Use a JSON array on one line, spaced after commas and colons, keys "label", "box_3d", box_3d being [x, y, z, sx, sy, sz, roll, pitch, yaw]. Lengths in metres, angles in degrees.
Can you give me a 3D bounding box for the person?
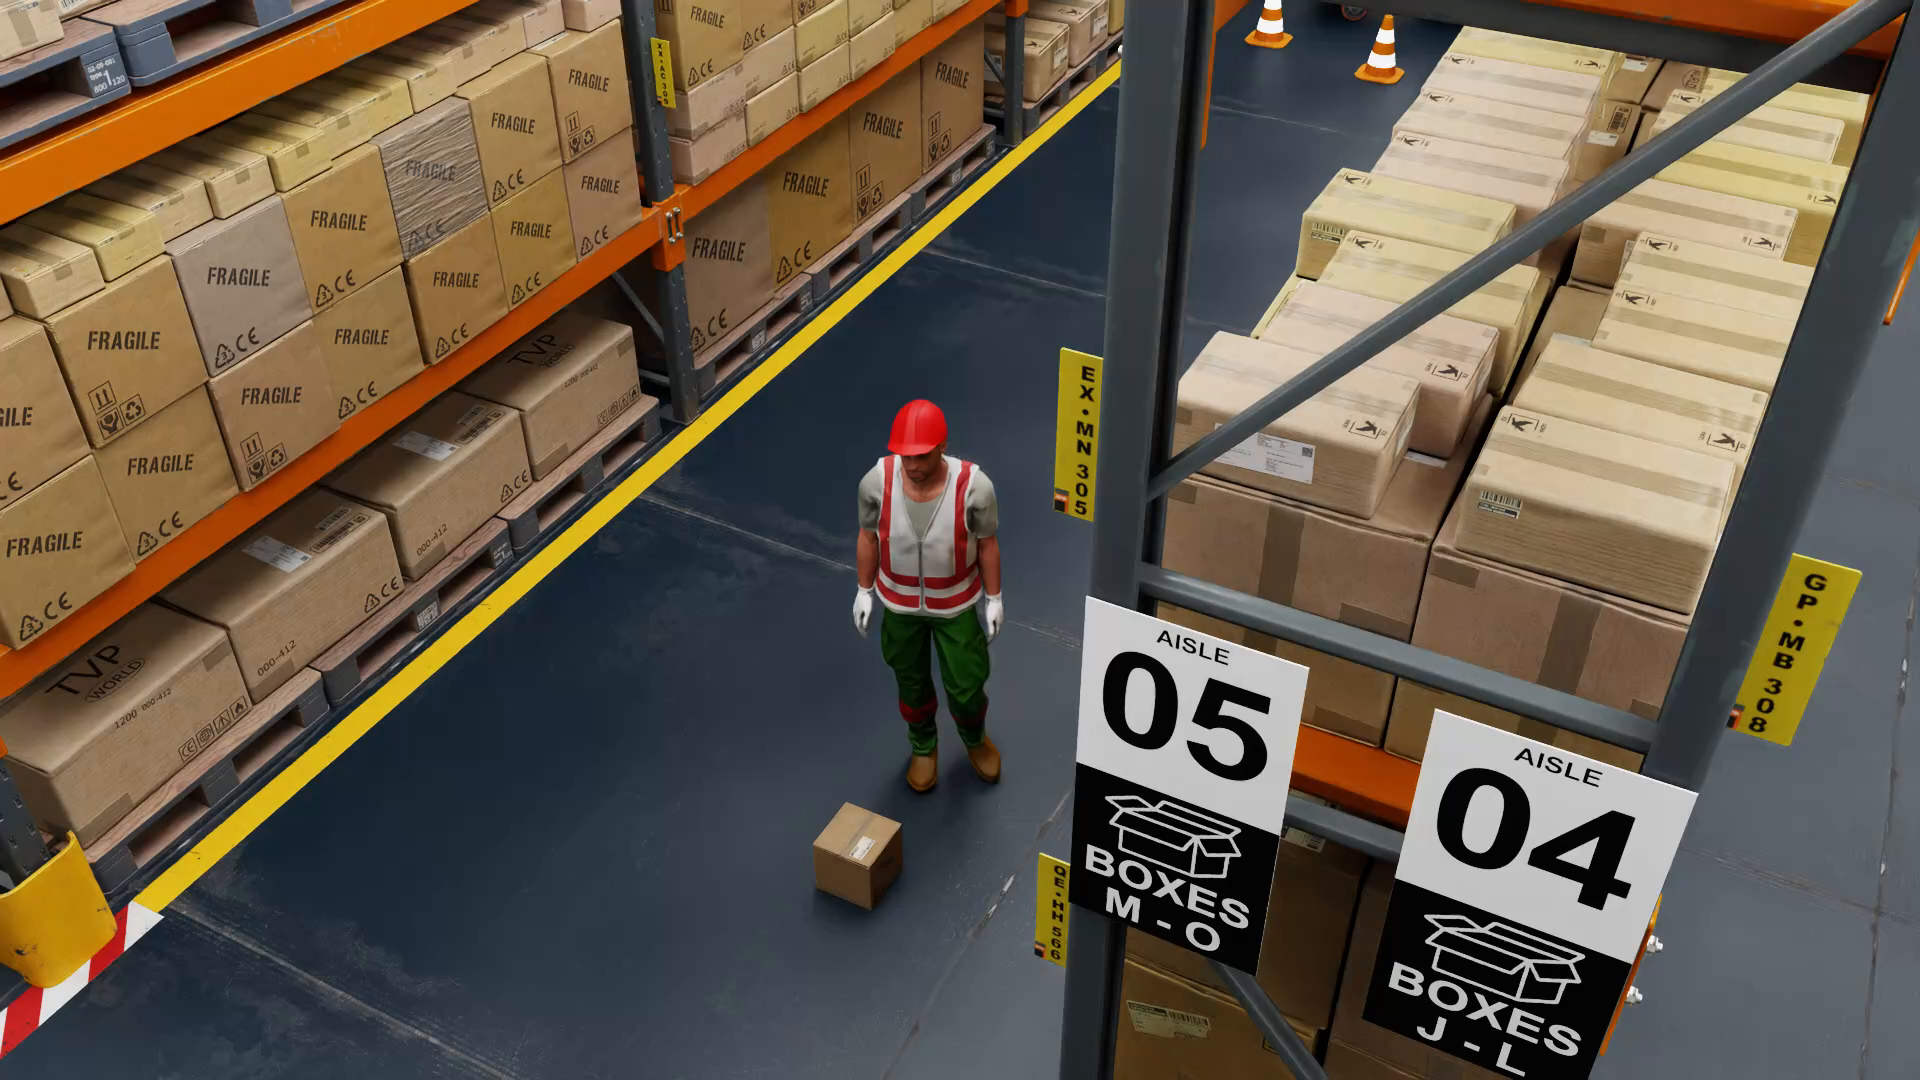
[{"label": "person", "box_3d": [-0.122, 0.242, 6.400, 0.592, 1.794, 0.387, 5, 38, 6]}]
